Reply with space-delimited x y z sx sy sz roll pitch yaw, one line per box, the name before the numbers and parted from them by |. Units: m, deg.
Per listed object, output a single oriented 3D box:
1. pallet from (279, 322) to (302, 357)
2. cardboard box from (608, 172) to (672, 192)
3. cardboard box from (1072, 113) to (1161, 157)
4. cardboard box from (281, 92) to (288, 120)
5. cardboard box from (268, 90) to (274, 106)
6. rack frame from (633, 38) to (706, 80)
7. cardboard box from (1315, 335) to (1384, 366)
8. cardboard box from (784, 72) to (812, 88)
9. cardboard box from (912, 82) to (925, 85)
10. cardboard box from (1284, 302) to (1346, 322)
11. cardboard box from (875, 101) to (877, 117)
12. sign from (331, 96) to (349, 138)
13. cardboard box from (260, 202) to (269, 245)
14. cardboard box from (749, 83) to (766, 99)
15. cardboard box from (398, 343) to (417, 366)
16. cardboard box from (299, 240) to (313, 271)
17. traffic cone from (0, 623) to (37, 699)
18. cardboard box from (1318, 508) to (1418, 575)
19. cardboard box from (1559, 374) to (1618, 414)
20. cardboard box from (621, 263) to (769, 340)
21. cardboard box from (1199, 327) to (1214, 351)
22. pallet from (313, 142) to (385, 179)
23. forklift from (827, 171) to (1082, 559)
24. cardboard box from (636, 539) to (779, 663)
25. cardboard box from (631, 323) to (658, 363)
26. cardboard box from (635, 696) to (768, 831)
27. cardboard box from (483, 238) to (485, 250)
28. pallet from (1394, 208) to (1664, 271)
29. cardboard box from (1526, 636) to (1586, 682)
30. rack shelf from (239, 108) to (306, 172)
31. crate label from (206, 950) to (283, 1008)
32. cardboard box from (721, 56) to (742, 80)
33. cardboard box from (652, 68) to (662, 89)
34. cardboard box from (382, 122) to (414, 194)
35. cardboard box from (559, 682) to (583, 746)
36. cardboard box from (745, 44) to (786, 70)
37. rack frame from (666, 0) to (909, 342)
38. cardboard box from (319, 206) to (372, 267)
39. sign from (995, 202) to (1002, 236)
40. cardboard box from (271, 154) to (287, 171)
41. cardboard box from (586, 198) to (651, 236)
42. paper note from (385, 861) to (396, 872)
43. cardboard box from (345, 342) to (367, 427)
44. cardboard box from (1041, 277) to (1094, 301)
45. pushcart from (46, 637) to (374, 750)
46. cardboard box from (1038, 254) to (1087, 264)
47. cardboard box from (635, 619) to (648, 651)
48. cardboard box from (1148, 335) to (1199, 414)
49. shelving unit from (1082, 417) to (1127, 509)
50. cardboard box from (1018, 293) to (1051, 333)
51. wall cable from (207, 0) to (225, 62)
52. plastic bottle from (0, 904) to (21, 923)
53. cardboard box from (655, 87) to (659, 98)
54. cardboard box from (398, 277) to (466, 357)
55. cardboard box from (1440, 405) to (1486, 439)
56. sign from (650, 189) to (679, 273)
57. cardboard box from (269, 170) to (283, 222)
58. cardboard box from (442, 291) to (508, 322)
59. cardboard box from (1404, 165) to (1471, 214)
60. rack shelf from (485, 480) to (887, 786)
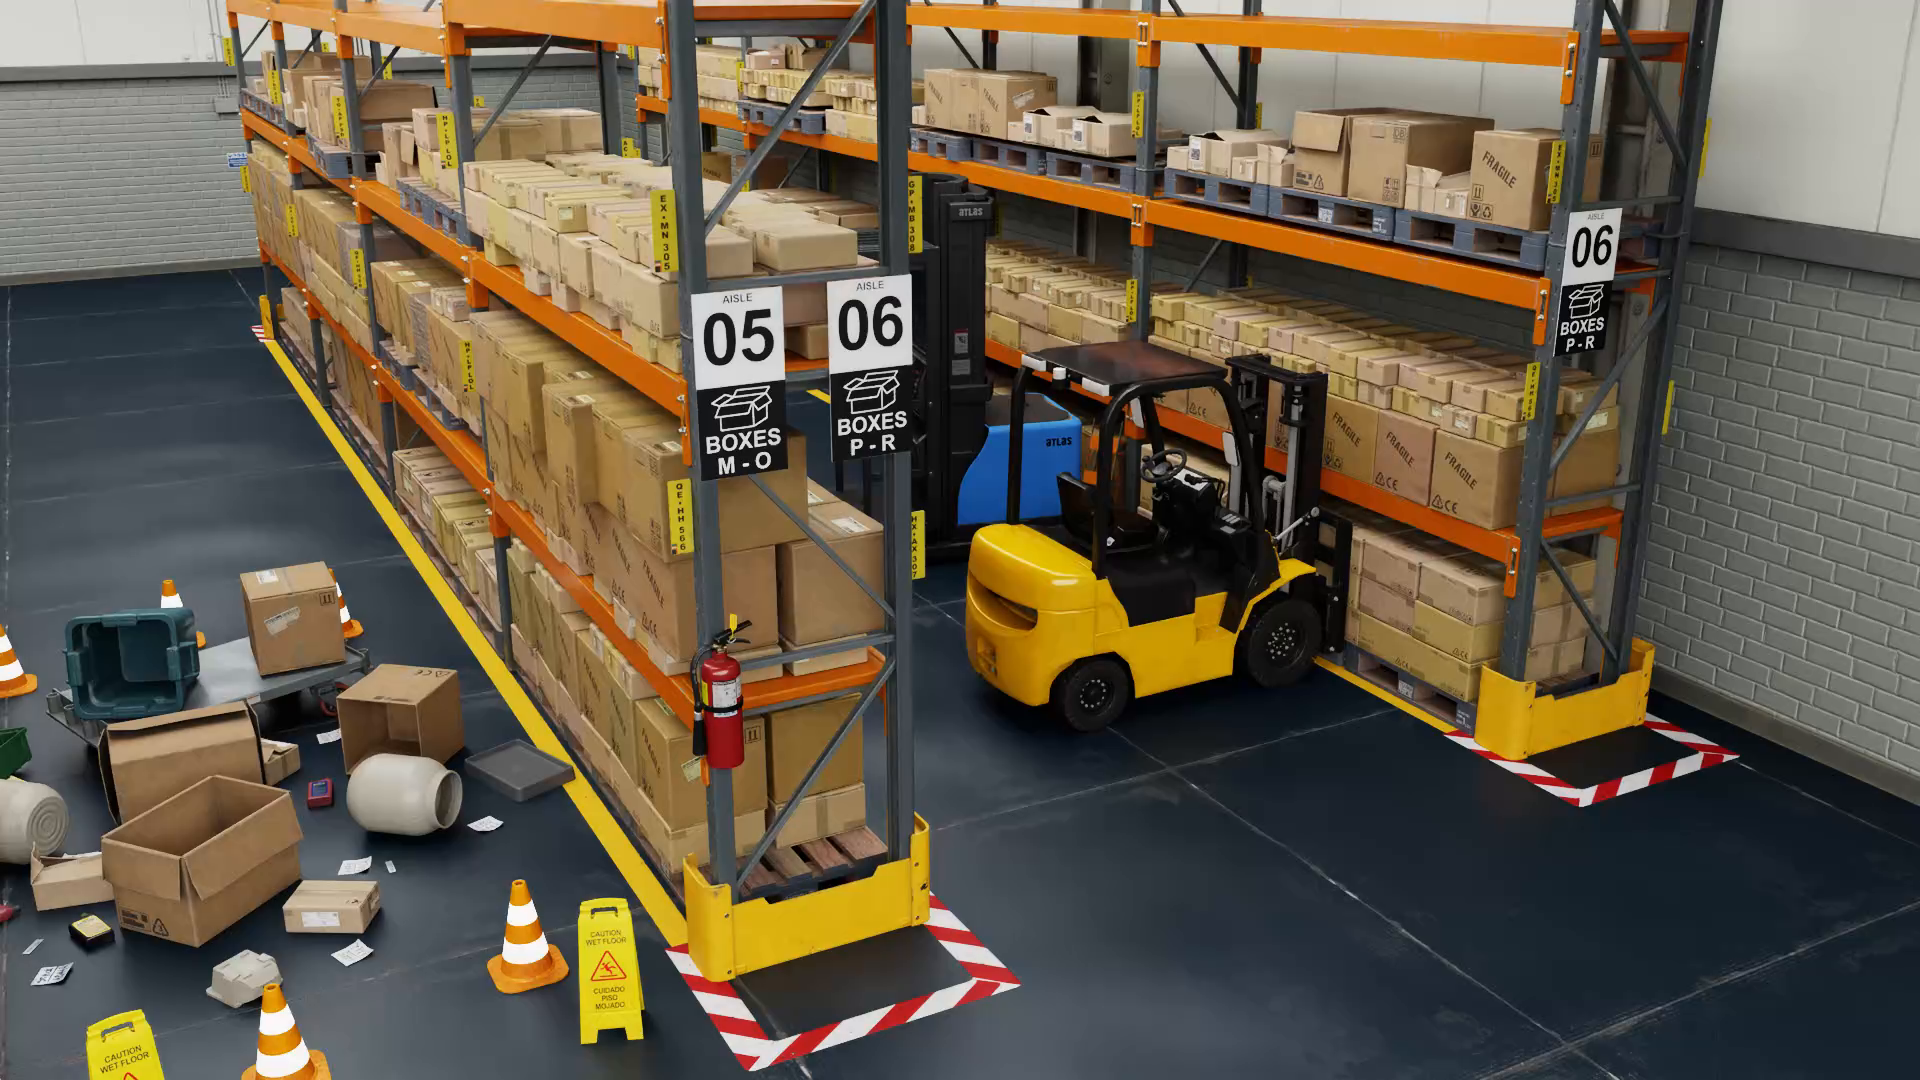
pallet | -7.835 -2.539 20.665 1.003 0.211 1.213 -10 21 -27
cardboard box | -1.734 -1.952 9.253 0.380 0.149 0.250 -10 22 -28
cardboard box | 1.223 -3.191 13.021 0.500 0.311 0.500 -11 22 -28
cardboard box | -6.455 -4.281 16.403 0.396 0.266 0.258 -10 22 -27
cardboard box | -7.095 -4.681 17.587 0.380 0.149 0.250 -9 21 -25
rack frame | -3.917 -7.680 22.092 1.000 3.000 0.127 -10 21 -27
cardboard box | 2.592 -1.255 11.066 0.380 0.149 0.250 -10 21 -26
cardboard box | -1.671 -4.949 17.908 0.380 0.149 0.250 -10 21 -26
cardboard box | -0.262 -4.520 16.696 0.380 0.149 0.250 -10 21 -27
cardboard box | 2.593 -1.634 12.166 0.380 0.149 0.250 -10 22 -28
cardboard box | -0.604 -4.225 16.297 0.380 0.149 0.250 -11 22 -28
sign | -4.977 -3.394 13.356 0.100 0.325 0.005 -10 21 -27
cardboard box | -8.044 -3.798 19.887 0.500 0.500 0.500 -10 22 -27
cardboard box | -2.133 -5.014 18.552 0.380 0.149 0.250 -10 21 -26
cardboard box | -4.188 -1.481 13.066 0.380 0.149 0.250 -10 21 -26
cardboard box | -6.423 -2.921 16.962 0.500 0.250 0.500 -11 22 -28
traffic cone | -6.202 0.747 10.758 0.336 0.463 0.334 -10 21 -27
cardboard box | 2.692 0.005 11.058 0.500 0.250 0.500 -10 21 -26
cardboard box | 3.709 -0.875 9.965 0.380 0.149 0.250 -10 22 -28
cardboard box | -1.166 -1.074 7.320 0.500 0.250 0.500 -10 22 -27
cardboard box | 1.974 -1.476 12.164 0.380 0.149 0.250 -10 21 -27
pallet | -4.837 -3.283 14.238 1.213 0.211 1.003 -9 21 -24
forklift | -0.598 -1.327 12.984 3.031 2.935 1.130 -6 20 -16
cardboard box | -1.186 0.218 7.792 0.500 0.500 0.500 -10 22 -28
cardboard box | -1.248 -0.906 7.444 0.380 0.149 0.250 -10 21 -26
cardboard box | -1.296 1.076 8.336 0.500 0.500 0.500 -10 21 -26
cardboard box | -2.654 -1.800 10.035 0.380 0.149 0.250 -10 22 -27
pallet | 3.368 -1.834 9.885 1.003 0.211 1.213 -10 21 -27
cardboard box | 3.620 0.679 10.637 0.500 0.250 0.500 -10 21 -26
rack shelf | -7.334 -4.578 18.804 1.077 0.370 4.000 -10 21 -27
crate label | -3.269 2.002 7.620 0.298 0.136 0.250 11 22 30
cardboard box | -2.469 -5.527 19.460 0.500 0.250 0.500 -10 21 -27
cardboard box | -3.687 -6.019 21.652 0.500 0.250 0.500 -10 21 -26
cardboard box | -4.043 -2.969 12.886 0.700 0.500 0.500 -10 21 -27
cardboard box | -2.025 0.986 9.745 0.500 0.250 0.500 -10 22 -27
cardboard box | -2.182 -5.437 18.687 0.396 0.266 0.258 -10 22 -27
rack frame | -0.686 -2.317 6.550 1.000 3.000 0.127 -10 21 -27
cardboard box | -5.675 -2.841 15.581 0.500 0.500 0.500 -10 22 -28
sign | 0.369 -3.182 16.479 0.100 0.325 0.005 -10 21 -27
cardboard box | -7.492 -4.237 18.630 0.380 0.149 0.250 -10 21 -27
cardboard box | -1.618 -1.590 8.206 0.380 0.149 0.250 -11 22 -28
paper note | -2.972 1.704 8.677 0.032 0.001 0.123 -10 21 -27
cardboard box | -5.584 -1.696 16.562 0.875 0.875 0.875 -9 21 -25
cardboard box | 0.905 -2.106 13.990 0.380 0.149 0.250 -11 22 -28
pushcart | -4.568 0.978 10.219 0.936 0.377 1.648 16 25 39
cardboard box | 0.932 -2.492 15.108 0.380 0.149 0.250 -10 22 -28
cardboard box | -1.373 0.431 8.169 0.380 0.149 0.250 -10 22 -28
cardboard box | 1.762 -1.279 12.585 0.500 0.500 0.500 -11 22 -28
shelving unit | 1.124 -0.429 13.238 0.252 1.050 0.215 11 2 29
cardboard box | 0.835 -1.960 14.177 0.500 0.250 0.500 -10 21 -26
wall cable | -11.233 -8.499 24.467 0.463 3.000 0.029 -10 21 -27
plastic bottle | -4.786 1.852 8.171 0.133 0.061 0.283 16 25 39
cardboard box | -3.823 -5.945 22.047 0.380 0.149 0.250 -10 21 -26
cardboard box | -3.963 -1.699 12.704 0.500 0.500 0.500 -10 21 -26
cardboard box | 3.122 -0.730 10.000 0.380 0.149 0.250 -10 21 -26
sign | -1.184 -1.237 6.663 0.100 0.325 0.005 -10 21 -27
cardboard box | -7.335 -3.830 18.446 0.500 0.500 0.500 -10 21 -26
cardboard box | -3.342 -1.616 11.468 0.380 0.149 0.250 -11 22 -28
cardboard box | 2.900 -2.115 9.972 0.396 0.266 0.258 -10 21 -27
rack shelf | -1.636 0.285 9.310 1.077 0.370 4.000 -10 21 -27
